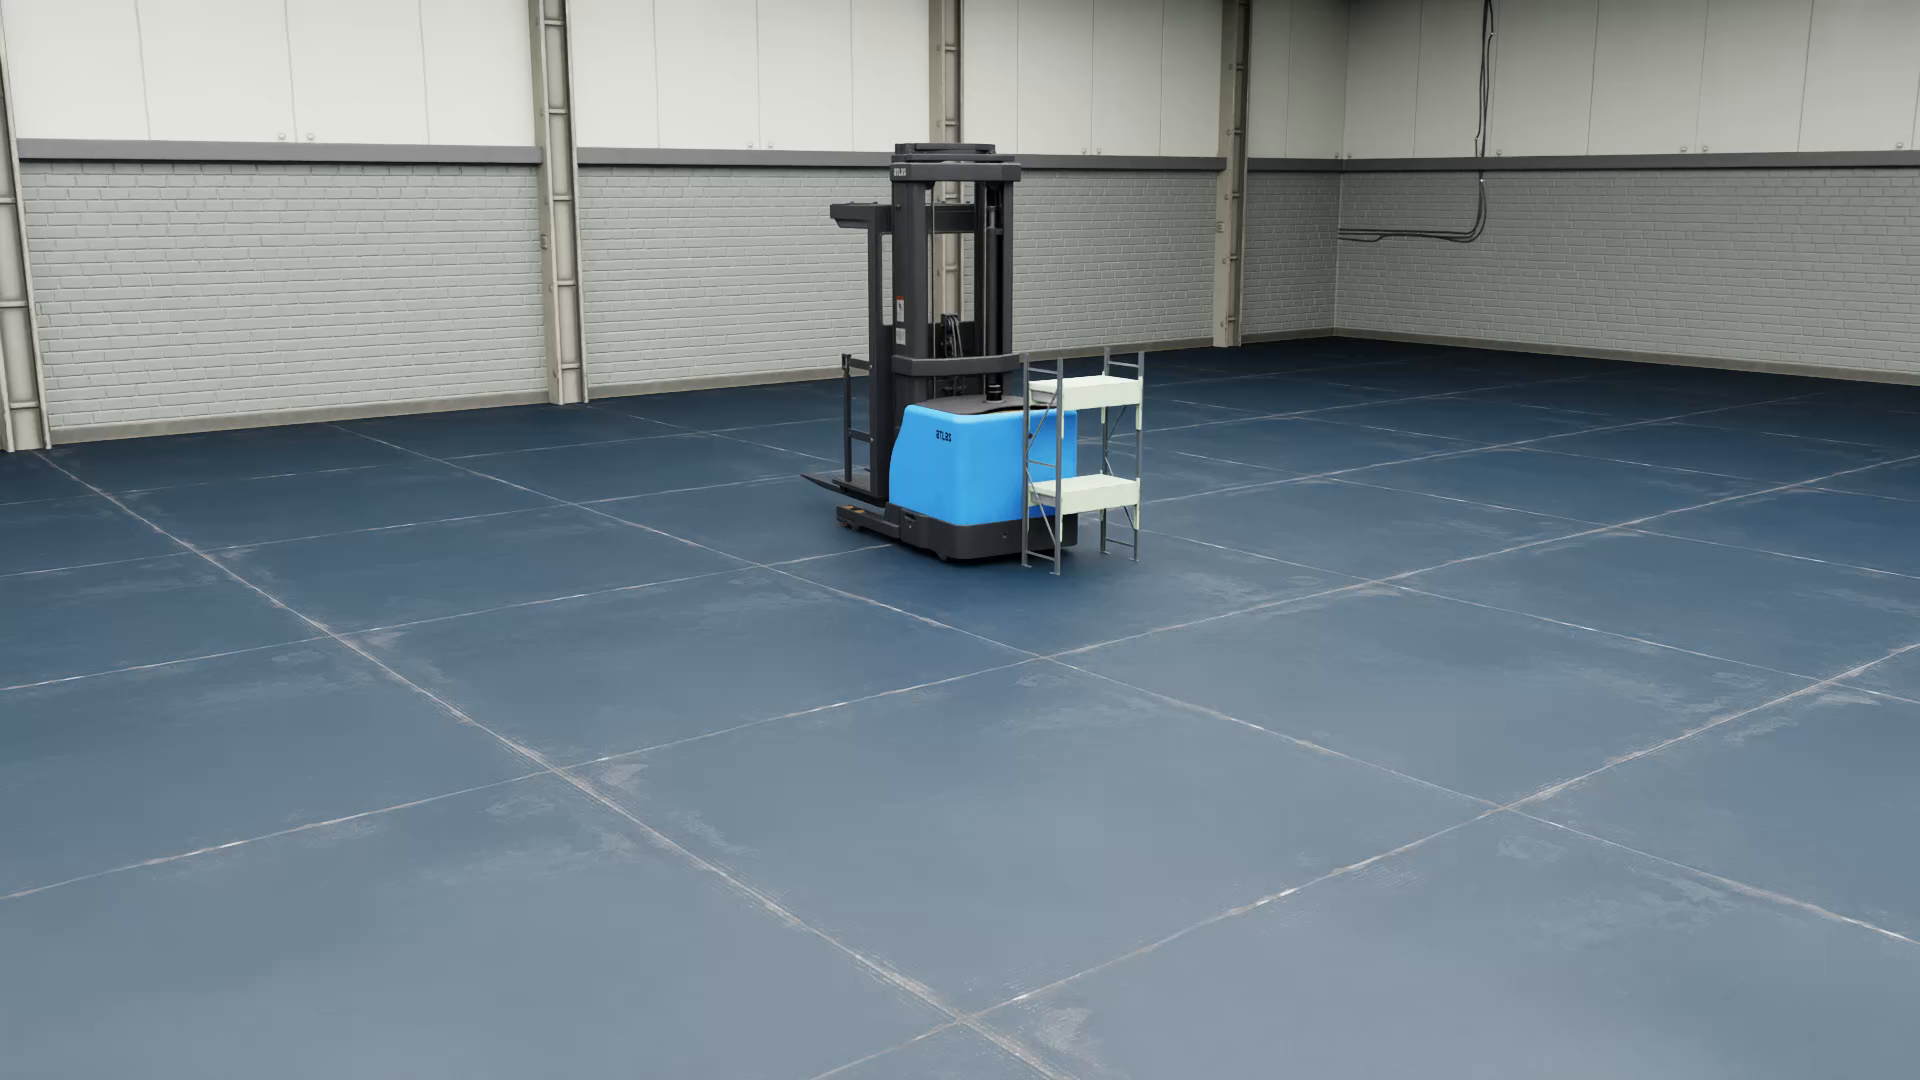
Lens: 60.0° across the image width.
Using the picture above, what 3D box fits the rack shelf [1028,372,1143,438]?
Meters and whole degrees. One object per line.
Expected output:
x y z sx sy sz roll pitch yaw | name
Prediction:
0.861 -0.948 11.600 0.720 0.370 0.431 -9 15 -35 | rack shelf

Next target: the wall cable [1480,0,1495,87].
9.311 -8.356 25.634 0.112 2.526 3.097 -9 15 -38 | wall cable

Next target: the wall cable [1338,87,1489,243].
7.621 -6.325 28.225 0.112 2.526 3.097 -9 15 -38 | wall cable

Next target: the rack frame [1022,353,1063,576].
0.565 -0.521 11.471 0.023 1.500 0.400 -9 15 -35 | rack frame

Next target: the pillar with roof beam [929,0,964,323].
2.498 -6.199 20.158 0.400 9.000 9.100 -9 15 -38 | pillar with roof beam

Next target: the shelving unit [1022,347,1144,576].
0.860 -0.566 11.682 0.755 1.500 0.431 -9 15 -35 | shelving unit

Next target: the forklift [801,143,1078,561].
-0.317 -1.547 12.857 1.130 2.935 3.031 -7 14 -29 | forklift

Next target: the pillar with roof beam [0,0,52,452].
-6.872 -4.642 12.825 0.400 9.000 9.100 -9 15 -38 | pillar with roof beam

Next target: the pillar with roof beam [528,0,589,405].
-2.187 -5.420 16.491 0.400 9.000 9.100 -9 15 -38 | pillar with roof beam

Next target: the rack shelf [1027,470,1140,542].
0.860 -0.247 11.750 0.720 0.370 0.431 -9 15 -35 | rack shelf

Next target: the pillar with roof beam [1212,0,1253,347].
7.183 -6.978 23.824 0.400 9.000 9.100 -9 15 -38 | pillar with roof beam

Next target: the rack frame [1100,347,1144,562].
1.156 -0.611 11.893 0.023 1.500 0.400 -9 15 -35 | rack frame
